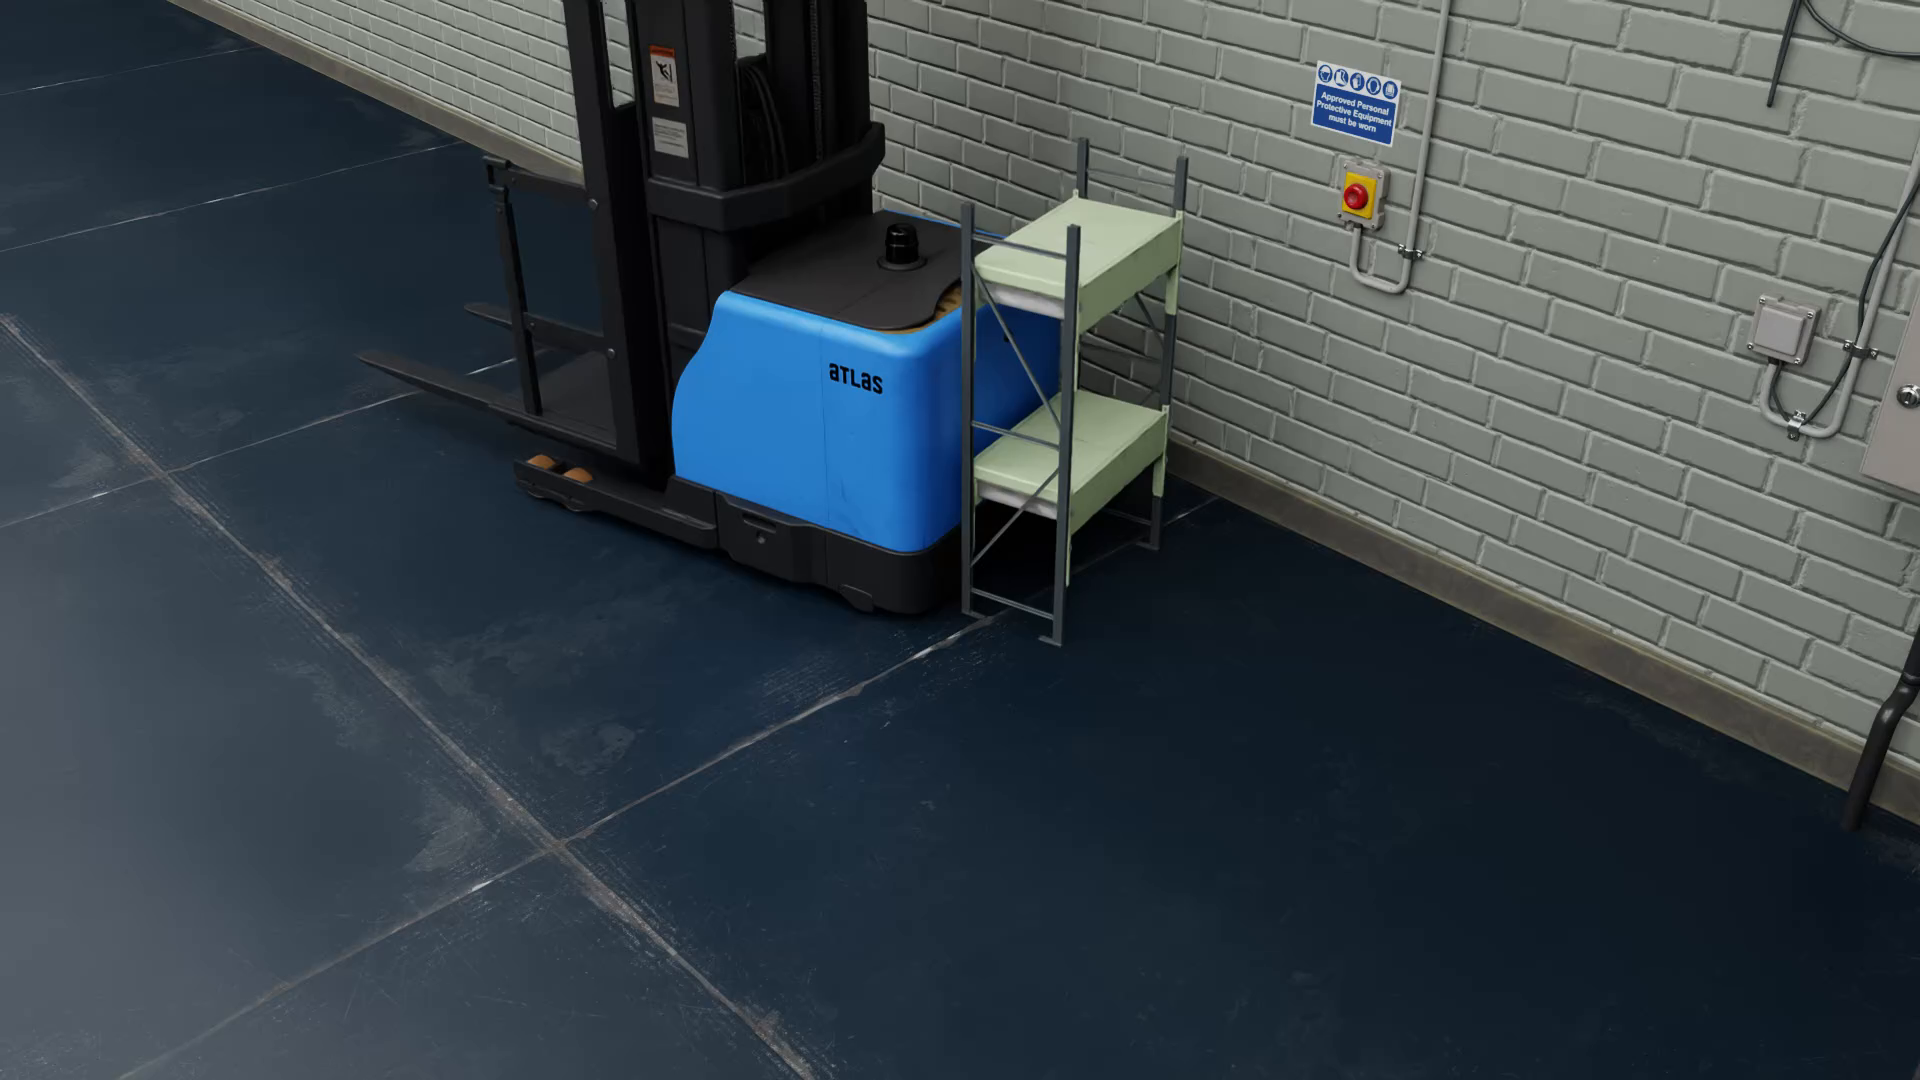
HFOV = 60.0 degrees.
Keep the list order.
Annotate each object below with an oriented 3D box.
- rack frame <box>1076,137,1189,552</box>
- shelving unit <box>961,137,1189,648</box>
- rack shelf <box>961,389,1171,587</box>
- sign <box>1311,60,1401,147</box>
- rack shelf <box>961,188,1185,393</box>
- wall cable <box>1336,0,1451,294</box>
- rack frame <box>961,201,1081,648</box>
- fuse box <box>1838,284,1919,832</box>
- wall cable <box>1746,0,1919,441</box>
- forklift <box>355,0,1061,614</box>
[{"bbox_3d":[0.570,-0.657,5.886,0.400,1.500,0.023,18,36,27],"label":"rack frame"},{"bbox_3d":[0.375,-0.495,5.622,0.431,1.500,0.755,18,36,27],"label":"shelving unit"},{"bbox_3d":[0.375,-0.217,5.792,0.431,0.370,0.720,18,36,27],"label":"rack shelf"},{"bbox_3d":[1.296,-1.433,5.460,0.001,0.218,0.327,-26,40,-35],"label":"sign"},{"bbox_3d":[0.375,-0.828,5.418,0.431,0.370,0.720,18,36,27],"label":"rack shelf"},{"bbox_3d":[1.284,-1.725,5.191,0.123,1.953,0.585,-26,40,-35],"label":"wall cable"},{"bbox_3d":[0.180,-0.333,5.358,0.400,1.500,0.023,18,36,27],"label":"rack frame"},{"bbox_3d":[2.605,0.127,4.402,0.414,1.711,0.539,-26,40,-35],"label":"fuse box"},{"bbox_3d":[2.256,-1.173,4.319,0.122,1.984,0.588,-26,40,-35],"label":"wall cable"},{"bbox_3d":[-1.137,-1.571,6.010,3.031,2.935,1.130,19,36,27],"label":"forklift"}]
